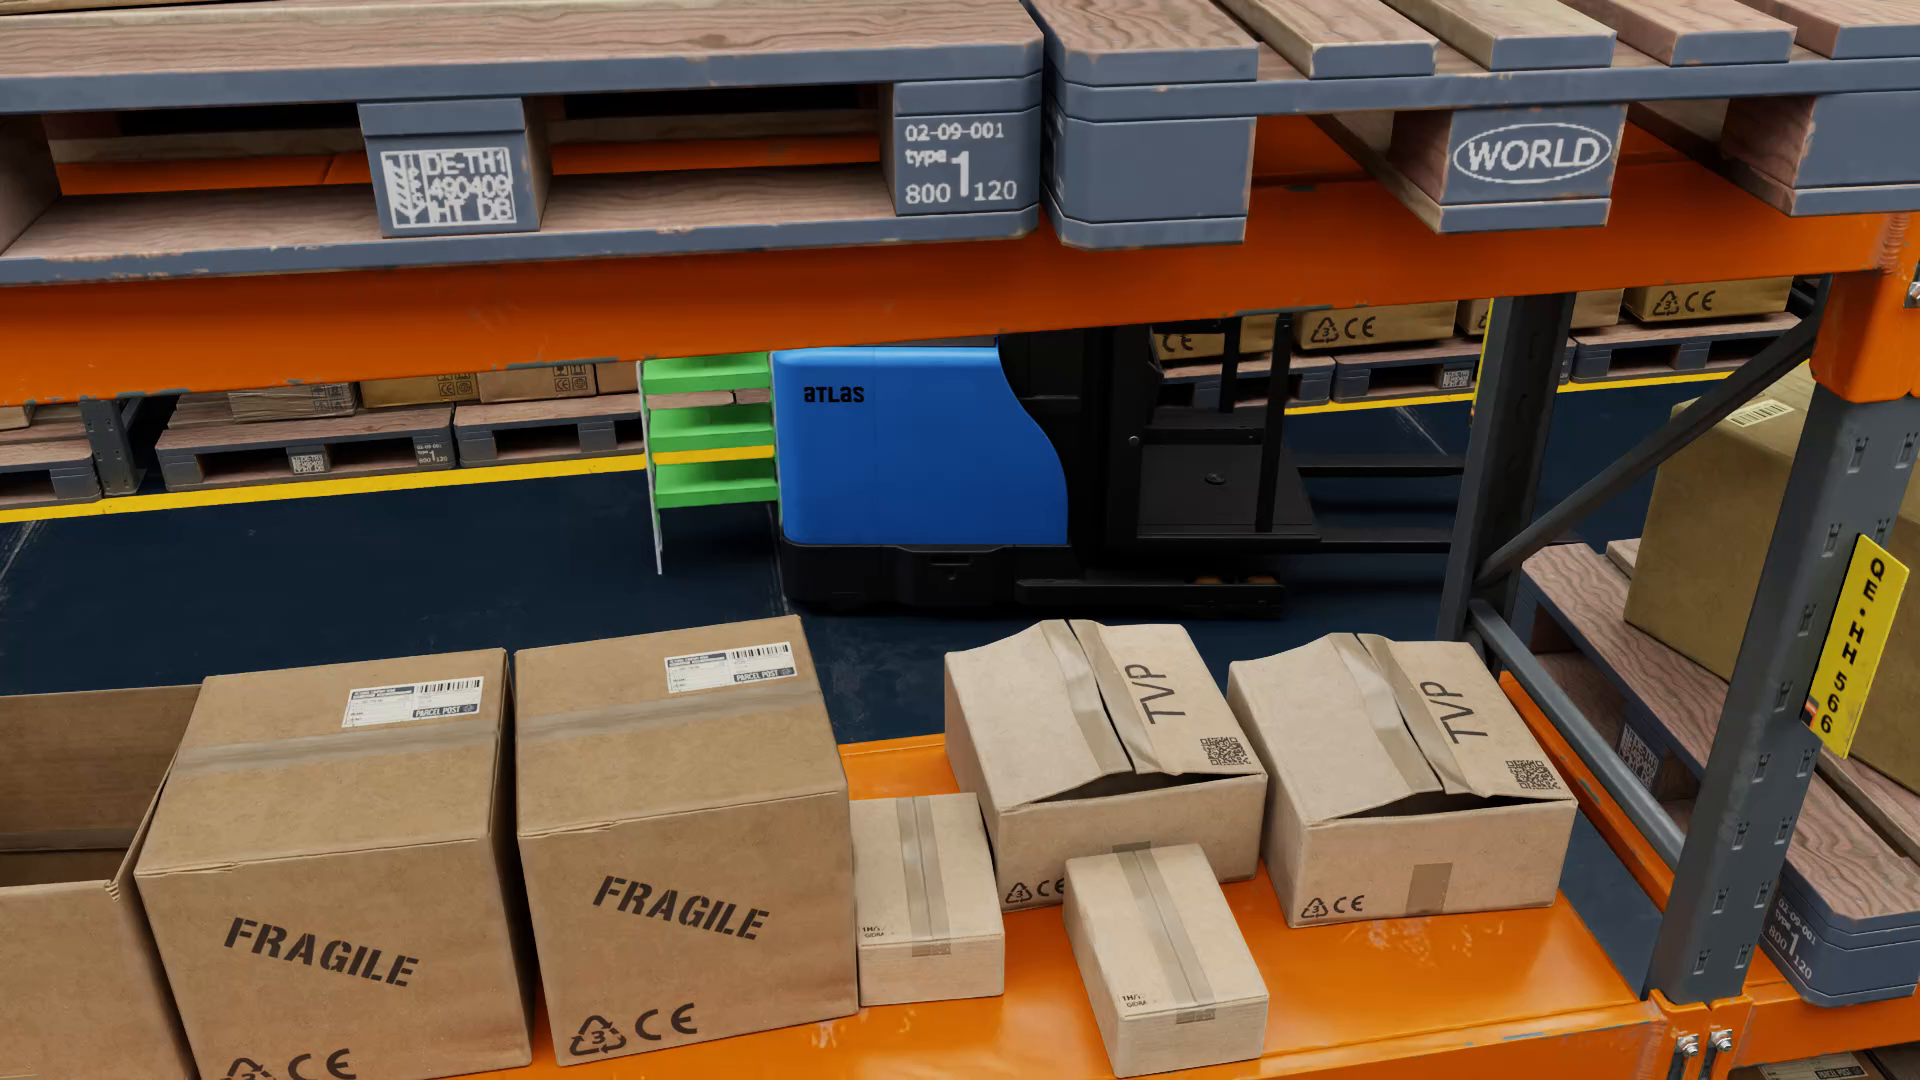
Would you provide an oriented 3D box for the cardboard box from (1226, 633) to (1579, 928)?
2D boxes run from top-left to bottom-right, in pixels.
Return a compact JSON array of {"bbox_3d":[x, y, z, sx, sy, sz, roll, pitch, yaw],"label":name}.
[{"bbox_3d":[0.810,0.429,3.149,0.500,0.311,0.500,-3,31,-6],"label":"cardboard box"}]

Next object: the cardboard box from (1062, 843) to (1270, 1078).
[{"bbox_3d":[0.341,0.707,2.836,0.250,0.149,0.380,-5,31,-9],"label":"cardboard box"}]

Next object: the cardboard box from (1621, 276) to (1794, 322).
[{"bbox_3d":[3.599,-1.586,8.194,0.750,0.750,0.750,-5,31,-8],"label":"cardboard box"}]

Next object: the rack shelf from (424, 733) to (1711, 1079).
[{"bbox_3d":[-0.791,0.872,3.018,4.000,0.370,1.077,-5,31,-9],"label":"rack shelf"}]

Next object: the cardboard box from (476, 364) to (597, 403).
[{"bbox_3d":[-1.925,-1.012,7.543,0.500,0.500,0.700,-5,31,-8],"label":"cardboard box"}]

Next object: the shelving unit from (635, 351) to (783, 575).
[{"bbox_3d":[-0.951,-0.459,6.347,0.503,1.200,0.258,-4,31,-7],"label":"shelving unit"}]

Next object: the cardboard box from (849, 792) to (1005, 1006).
[{"bbox_3d":[-0.068,0.632,2.964,0.250,0.149,0.380,-3,31,-5],"label":"cardboard box"}]

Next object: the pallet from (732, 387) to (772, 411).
[{"bbox_3d":[-0.489,-0.818,7.933,1.213,0.211,1.003,-5,31,-9],"label":"pallet"}]

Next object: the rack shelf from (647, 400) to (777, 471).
[{"bbox_3d":[-0.951,-0.404,6.380,0.480,0.148,0.258,-4,31,-7],"label":"rack shelf"}]

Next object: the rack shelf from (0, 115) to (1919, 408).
[{"bbox_3d":[-0.791,-0.421,2.258,4.000,0.370,1.077,-5,31,-9],"label":"rack shelf"}]

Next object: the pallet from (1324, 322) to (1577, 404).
[{"bbox_3d":[2.267,-1.032,8.298,1.213,0.211,1.003,-5,31,-9],"label":"pallet"}]

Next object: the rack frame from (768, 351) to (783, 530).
[{"bbox_3d":[-0.710,-0.477,6.378,0.015,1.200,0.240,-4,31,-7],"label":"rack frame"}]

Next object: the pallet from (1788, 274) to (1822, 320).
[{"bbox_3d":[4.977,-1.284,8.725,1.213,0.211,1.003,-5,31,-9],"label":"pallet"}]

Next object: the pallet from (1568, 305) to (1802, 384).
[{"bbox_3d":[3.469,-1.146,8.490,1.213,0.211,1.003,-5,31,-9],"label":"pallet"}]

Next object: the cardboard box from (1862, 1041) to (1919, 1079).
[{"bbox_3d":[2.189,1.317,3.583,0.500,0.500,0.500,-6,31,-11],"label":"cardboard box"}]

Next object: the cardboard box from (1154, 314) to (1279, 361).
[{"bbox_3d":[1.027,-1.347,7.787,0.750,0.750,0.750,-6,31,-10],"label":"cardboard box"}]

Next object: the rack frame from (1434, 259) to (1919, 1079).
[{"bbox_3d":[1.175,0.377,3.149,0.053,2.616,0.949,-5,31,-9],"label":"rack frame"}]

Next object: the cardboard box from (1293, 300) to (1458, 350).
[{"bbox_3d":[1.890,-1.423,7.918,0.750,0.750,0.750,-5,31,-9],"label":"cardboard box"}]

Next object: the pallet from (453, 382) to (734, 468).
[{"bbox_3d":[-1.687,-0.708,7.746,1.213,0.211,1.003,-5,31,-9],"label":"pallet"}]

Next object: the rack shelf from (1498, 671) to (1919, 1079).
[{"bbox_3d":[3.143,0.507,3.639,4.000,0.370,1.077,-5,31,-9],"label":"rack shelf"}]

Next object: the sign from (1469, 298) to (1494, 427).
[{"bbox_3d":[1.069,-0.356,3.331,0.005,0.325,0.100,-5,31,-9],"label":"sign"}]

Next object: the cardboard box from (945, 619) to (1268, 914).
[{"bbox_3d":[0.261,0.403,3.194,0.500,0.311,0.500,-6,31,-10],"label":"cardboard box"}]

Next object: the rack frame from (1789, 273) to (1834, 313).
[{"bbox_3d":[4.214,-2.456,7.967,0.127,3.000,1.000,-5,31,-9],"label":"rack frame"}]

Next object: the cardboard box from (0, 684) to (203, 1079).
[{"bbox_3d":[-1.482,0.591,2.687,0.500,0.500,0.500,-3,31,-5],"label":"cardboard box"}]

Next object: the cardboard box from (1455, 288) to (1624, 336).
[{"bbox_3d":[2.725,-1.503,8.054,0.750,0.750,0.750,-4,31,-7],"label":"cardboard box"}]

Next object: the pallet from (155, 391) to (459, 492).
[{"bbox_3d":[-2.889,-0.595,7.554,1.213,0.211,1.003,-5,31,-9],"label":"pallet"}]

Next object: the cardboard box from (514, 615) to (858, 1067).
[{"bbox_3d":[-0.472,0.497,2.846,0.500,0.500,0.500,-7,31,-12],"label":"cardboard box"}]

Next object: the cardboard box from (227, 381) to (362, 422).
[{"bbox_3d":[-2.934,-0.913,7.375,0.500,0.500,0.700,-4,31,-7],"label":"cardboard box"}]

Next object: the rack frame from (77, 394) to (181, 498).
[{"bbox_3d":[-3.655,-1.725,6.725,0.127,3.000,1.000,-5,31,-9],"label":"rack frame"}]

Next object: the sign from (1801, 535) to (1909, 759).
[{"bbox_3d":[1.279,0.156,2.382,0.005,0.325,0.100,-5,31,-9],"label":"sign"}]

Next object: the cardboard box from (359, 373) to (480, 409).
[{"bbox_3d":[-2.434,-0.985,7.498,0.500,0.500,0.700,-6,31,-10],"label":"cardboard box"}]

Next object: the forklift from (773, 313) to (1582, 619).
[{"bbox_3d":[0.846,-1.237,5.963,3.031,2.935,1.130,0,30,0],"label":"forklift"}]

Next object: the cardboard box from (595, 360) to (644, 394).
[{"bbox_3d":[-1.430,-1.062,7.629,0.500,0.500,0.700,-5,31,-9],"label":"cardboard box"}]

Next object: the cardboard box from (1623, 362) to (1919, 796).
[{"bbox_3d":[1.775,0.041,3.208,0.500,0.500,0.700,-16,34,-25],"label":"cardboard box"}]

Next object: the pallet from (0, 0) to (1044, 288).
[{"bbox_3d":[-0.575,-0.623,2.076,1.213,0.211,1.003,-4,31,-7],"label":"pallet"}]

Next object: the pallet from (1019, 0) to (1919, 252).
[{"bbox_3d":[0.524,-0.726,2.252,1.003,0.211,1.213,-4,31,-7],"label":"pallet"}]

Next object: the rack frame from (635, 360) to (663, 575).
[{"bbox_3d":[-1.193,-0.441,6.317,0.015,1.200,0.240,-4,31,-7],"label":"rack frame"}]

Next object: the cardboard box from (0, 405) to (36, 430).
[{"bbox_3d":[-4.176,-0.630,7.223,0.250,0.166,0.380,-9,32,-15],"label":"cardboard box"}]

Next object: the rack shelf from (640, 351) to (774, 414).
[{"bbox_3d":[-0.951,-0.611,6.258,0.480,0.148,0.258,-4,31,-7],"label":"rack shelf"}]

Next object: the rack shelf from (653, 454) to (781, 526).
[{"bbox_3d":[-0.951,-0.197,6.501,0.480,0.148,0.258,-4,31,-7],"label":"rack shelf"}]

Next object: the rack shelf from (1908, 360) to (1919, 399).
[{"bbox_3d":[3.143,-0.787,2.879,4.000,0.370,1.077,-5,31,-9],"label":"rack shelf"}]

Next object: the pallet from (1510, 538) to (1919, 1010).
[{"bbox_3d":[1.830,0.365,3.359,1.003,0.211,1.213,-5,31,-9],"label":"pallet"}]

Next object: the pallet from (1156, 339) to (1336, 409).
[{"bbox_3d":[1.069,-0.923,8.111,1.213,0.211,1.003,-5,31,-9],"label":"pallet"}]

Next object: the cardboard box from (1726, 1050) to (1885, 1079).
[{"bbox_3d":[1.675,1.368,3.497,0.500,0.500,0.500,-4,31,-7],"label":"cardboard box"}]

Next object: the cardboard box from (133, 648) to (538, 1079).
[{"bbox_3d":[-0.990,0.545,2.765,0.500,0.500,0.500,-5,31,-9],"label":"cardboard box"}]

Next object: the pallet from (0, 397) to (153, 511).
[{"bbox_3d":[-4.309,-0.444,7.297,1.213,0.211,1.003,-5,31,-9],"label":"pallet"}]
